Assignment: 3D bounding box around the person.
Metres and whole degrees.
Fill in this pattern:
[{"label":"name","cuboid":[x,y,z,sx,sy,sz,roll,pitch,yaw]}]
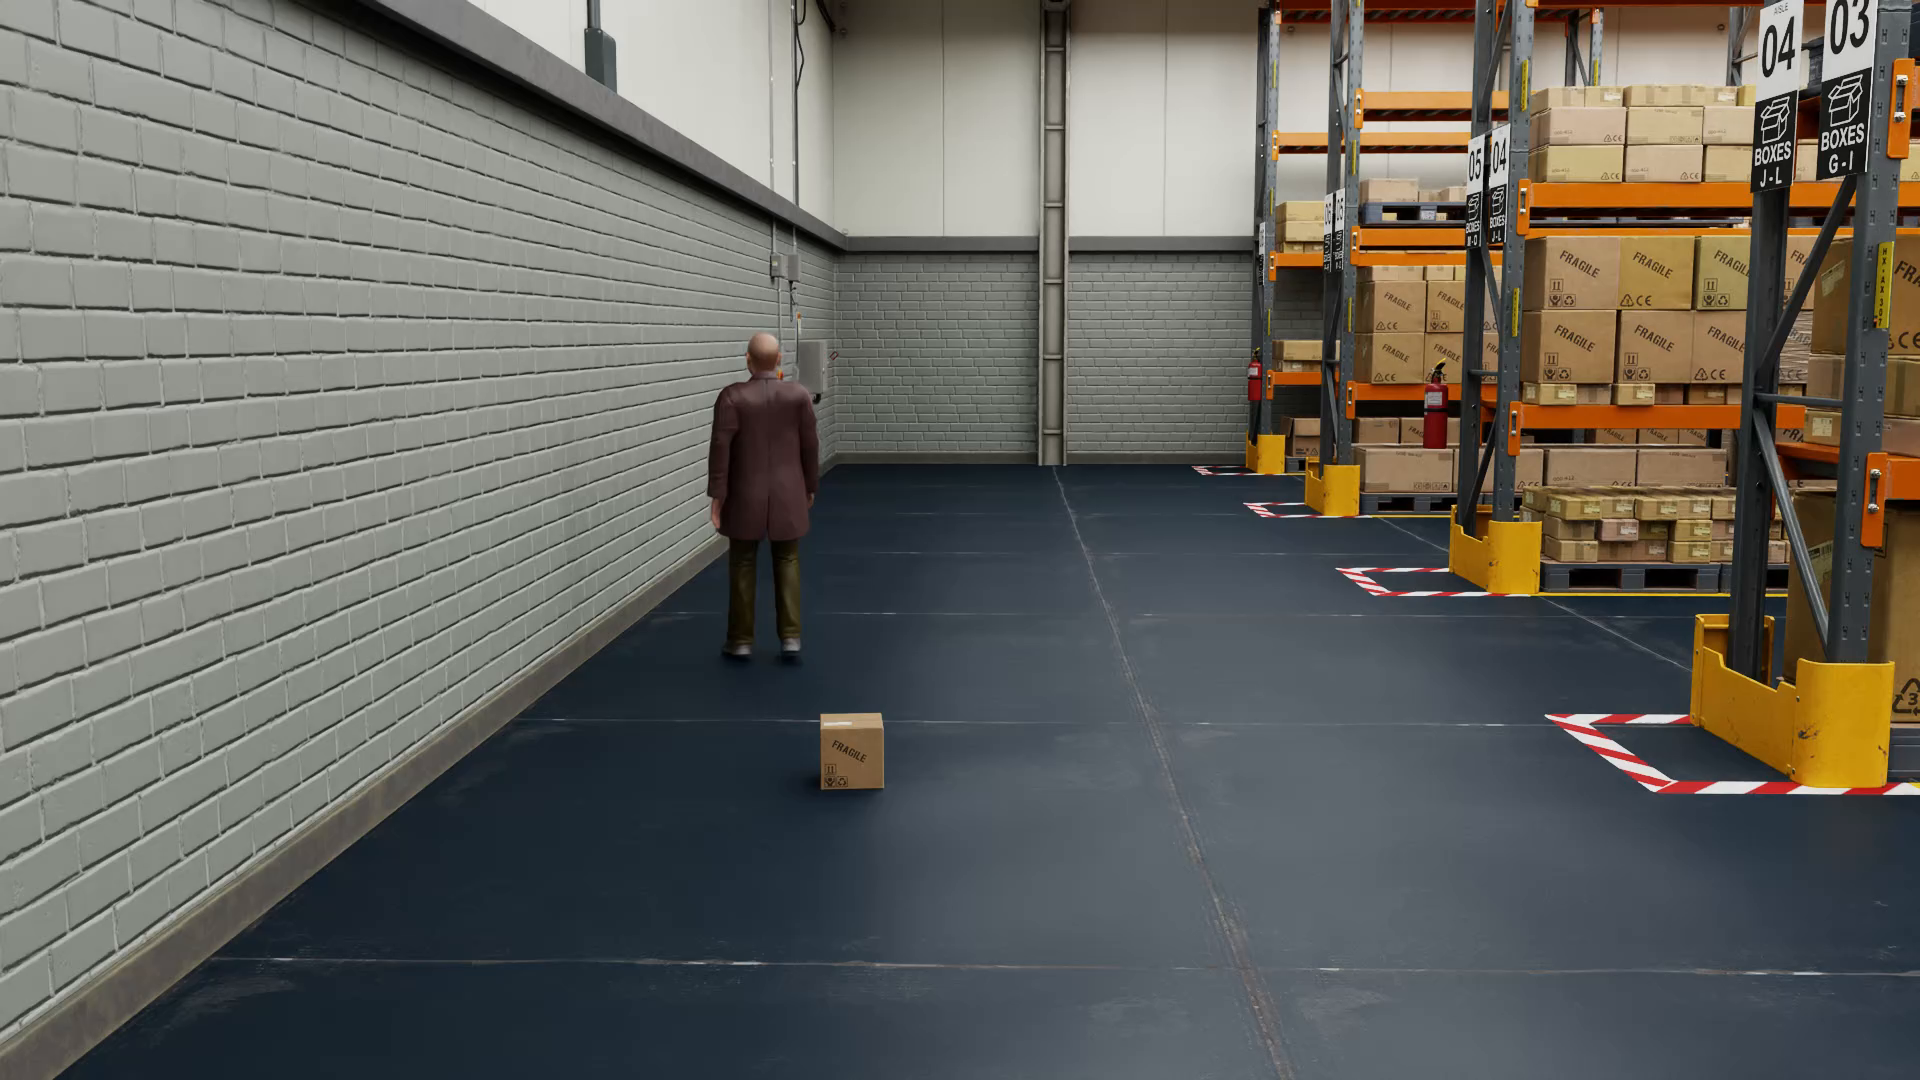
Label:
[{"label":"person","cuboid":[-1.088,-0.241,9.163,0.635,1.791,0.523,-2,7,-14]}]
